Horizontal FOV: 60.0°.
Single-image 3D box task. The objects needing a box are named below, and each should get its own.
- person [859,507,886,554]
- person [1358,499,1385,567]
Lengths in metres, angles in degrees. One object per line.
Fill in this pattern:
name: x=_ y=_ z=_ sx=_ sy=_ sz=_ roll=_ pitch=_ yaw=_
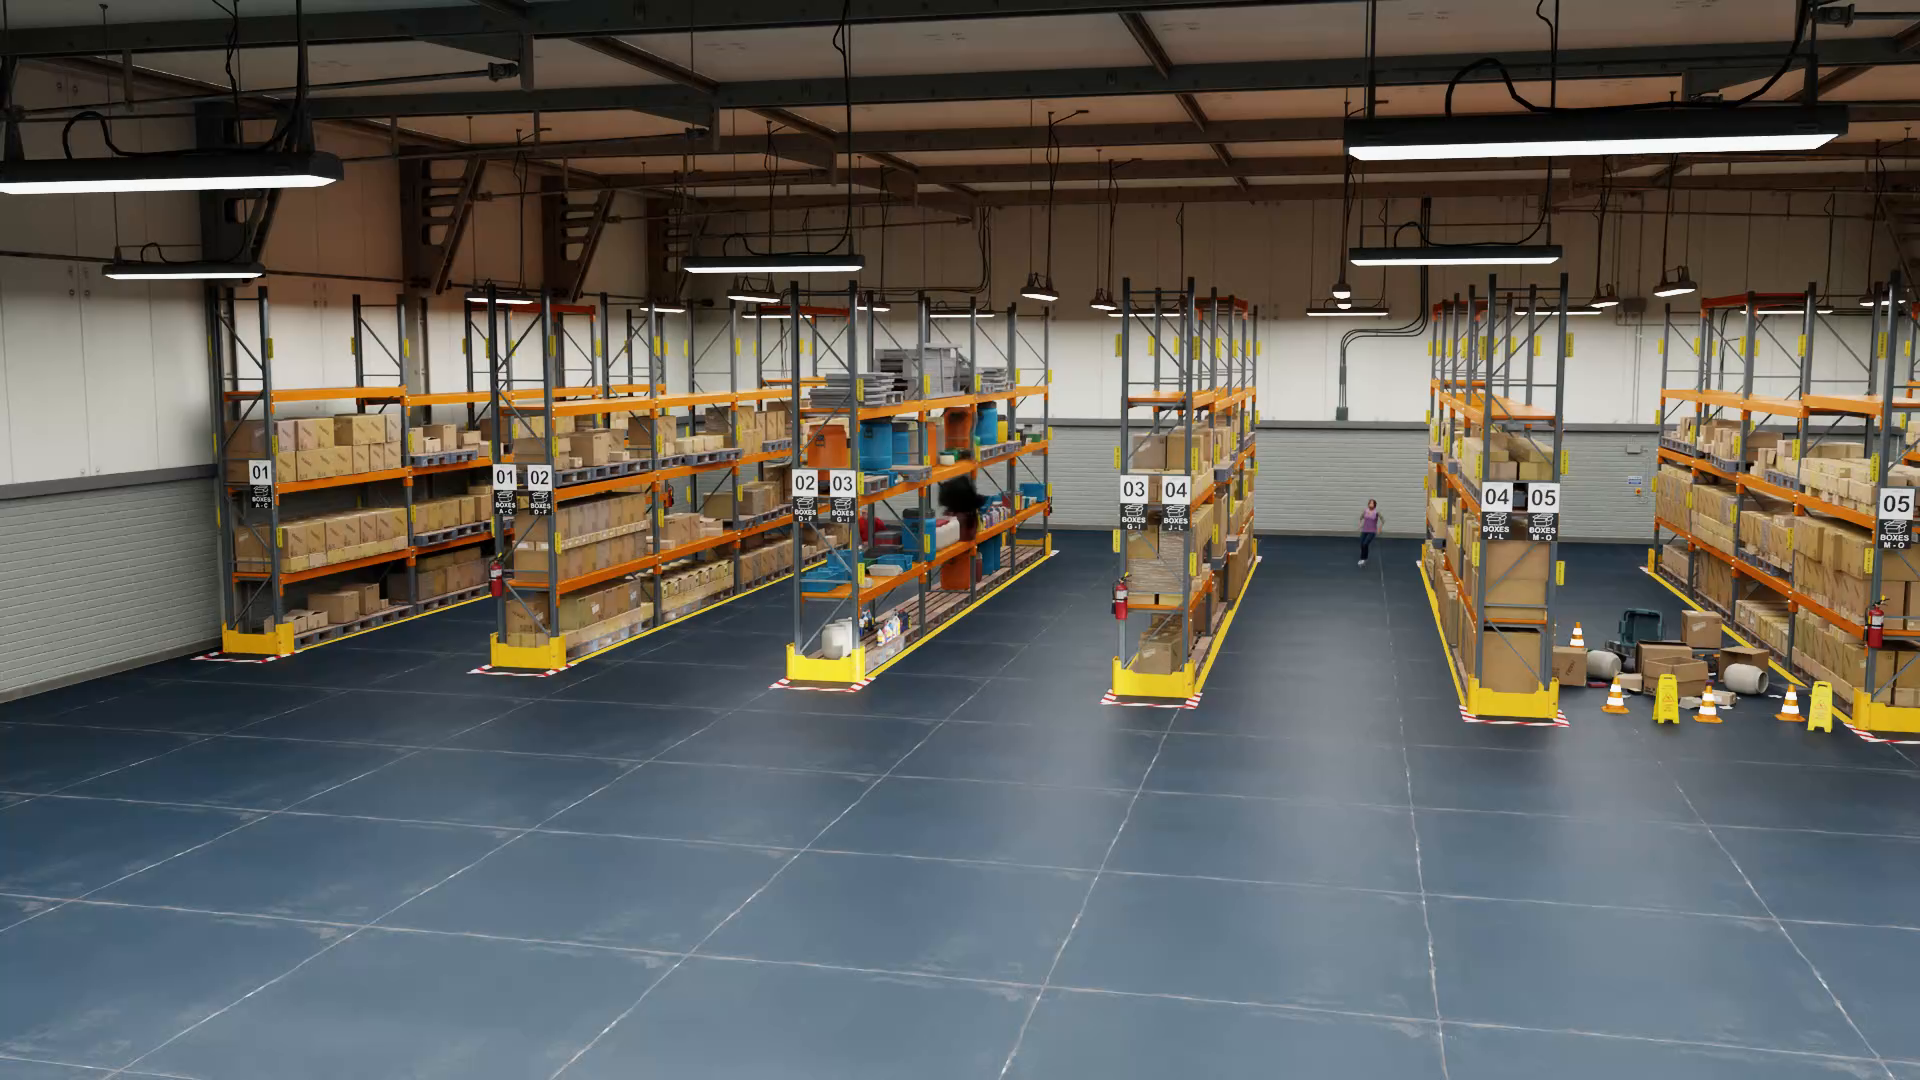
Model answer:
person: x=-1.734 y=0.172 z=32.741 sx=0.705 sy=1.721 sz=0.953 roll=2 pitch=7 yaw=20
person: x=9.429 y=-0.164 z=38.282 sx=0.601 sy=1.566 sz=0.596 roll=5 pitch=8 yaw=38
